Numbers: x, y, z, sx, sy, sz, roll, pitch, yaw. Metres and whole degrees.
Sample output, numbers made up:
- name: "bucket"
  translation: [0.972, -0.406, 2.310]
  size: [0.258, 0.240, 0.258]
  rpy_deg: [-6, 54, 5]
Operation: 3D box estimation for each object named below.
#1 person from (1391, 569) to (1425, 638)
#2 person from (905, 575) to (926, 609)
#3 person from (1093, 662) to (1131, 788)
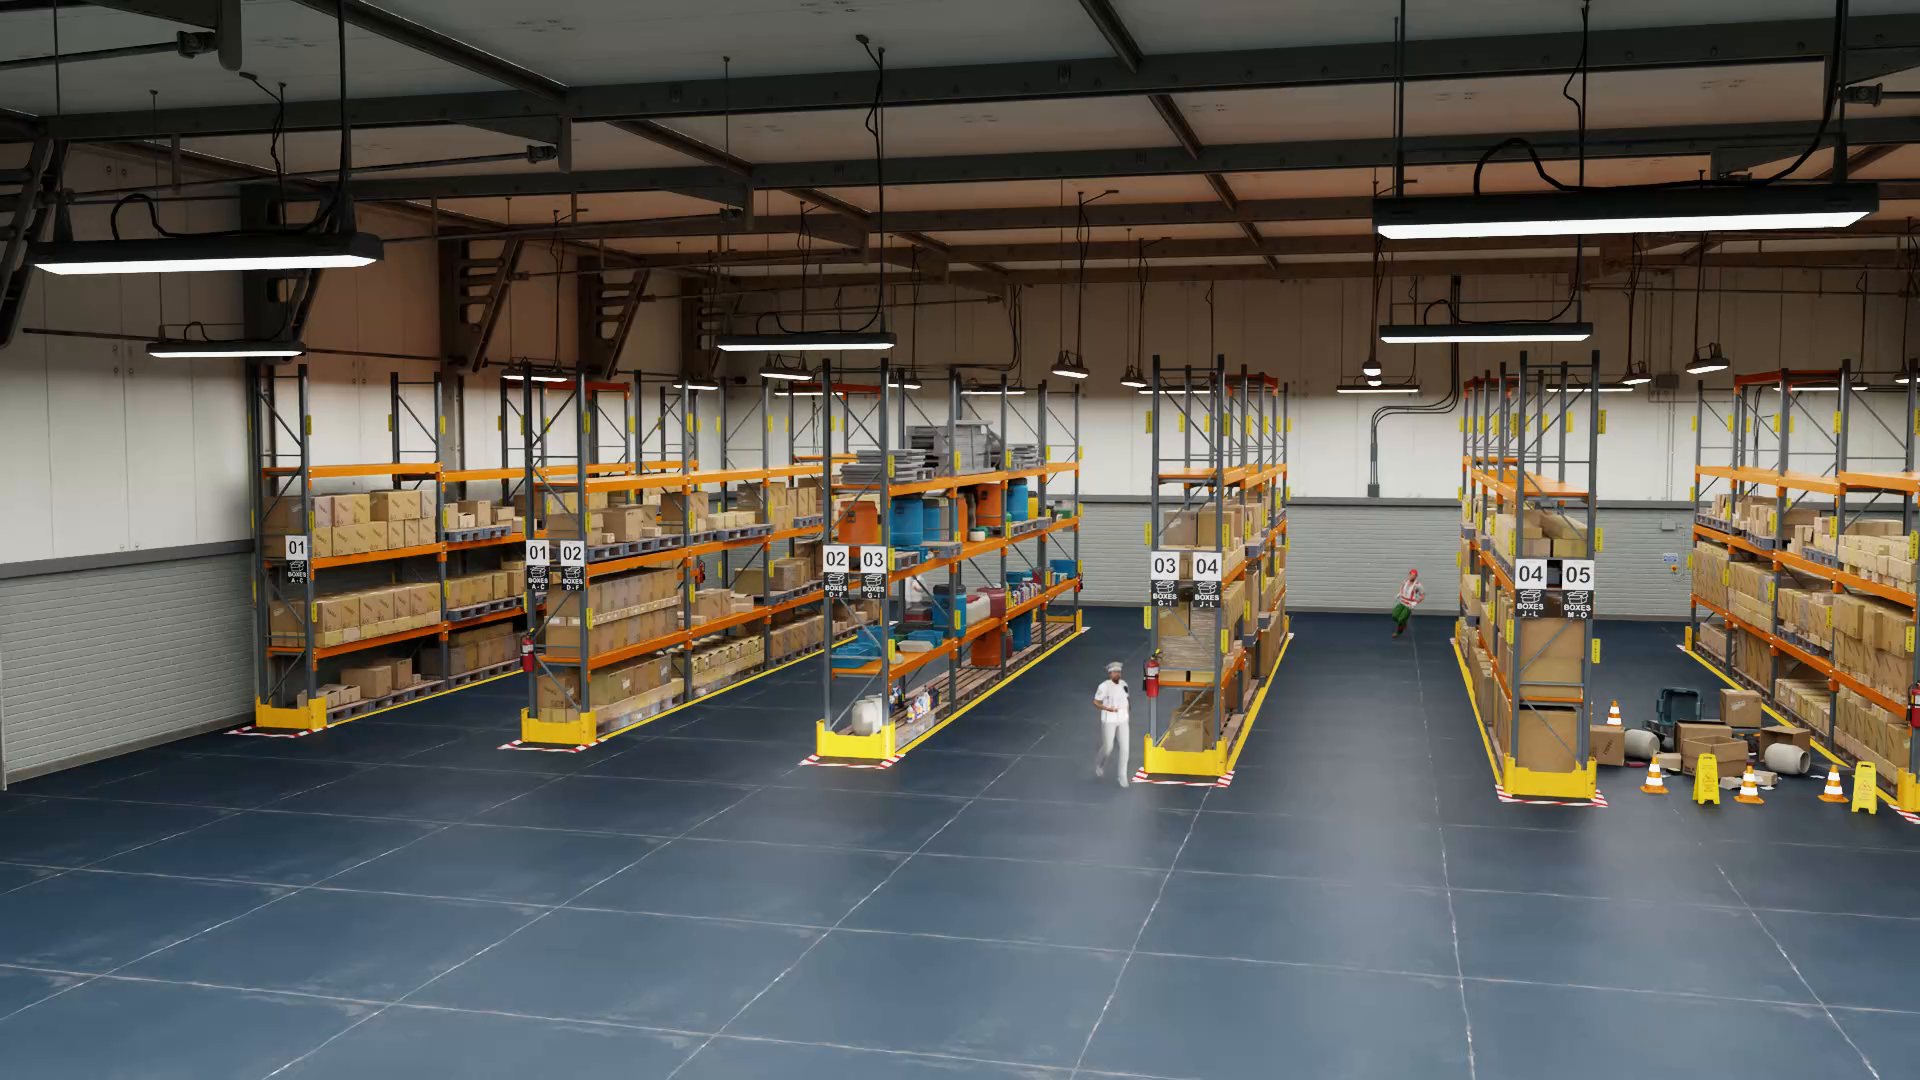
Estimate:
- name: "person"
  translation: [10.483, 1.490, 38.972]
  size: [0.537, 1.649, 0.794]
  rpy_deg: [-2, 5, -31]
- name: "person"
  translation: [-1.096, 1.413, 38.786]
  size: [0.653, 1.764, 0.971]
  rpy_deg: [0, 4, 5]
- name: "person"
  translation: [2.146, 2.551, 23.282]
  size: [0.589, 1.718, 0.805]
  rpy_deg: [-1, 4, -15]
